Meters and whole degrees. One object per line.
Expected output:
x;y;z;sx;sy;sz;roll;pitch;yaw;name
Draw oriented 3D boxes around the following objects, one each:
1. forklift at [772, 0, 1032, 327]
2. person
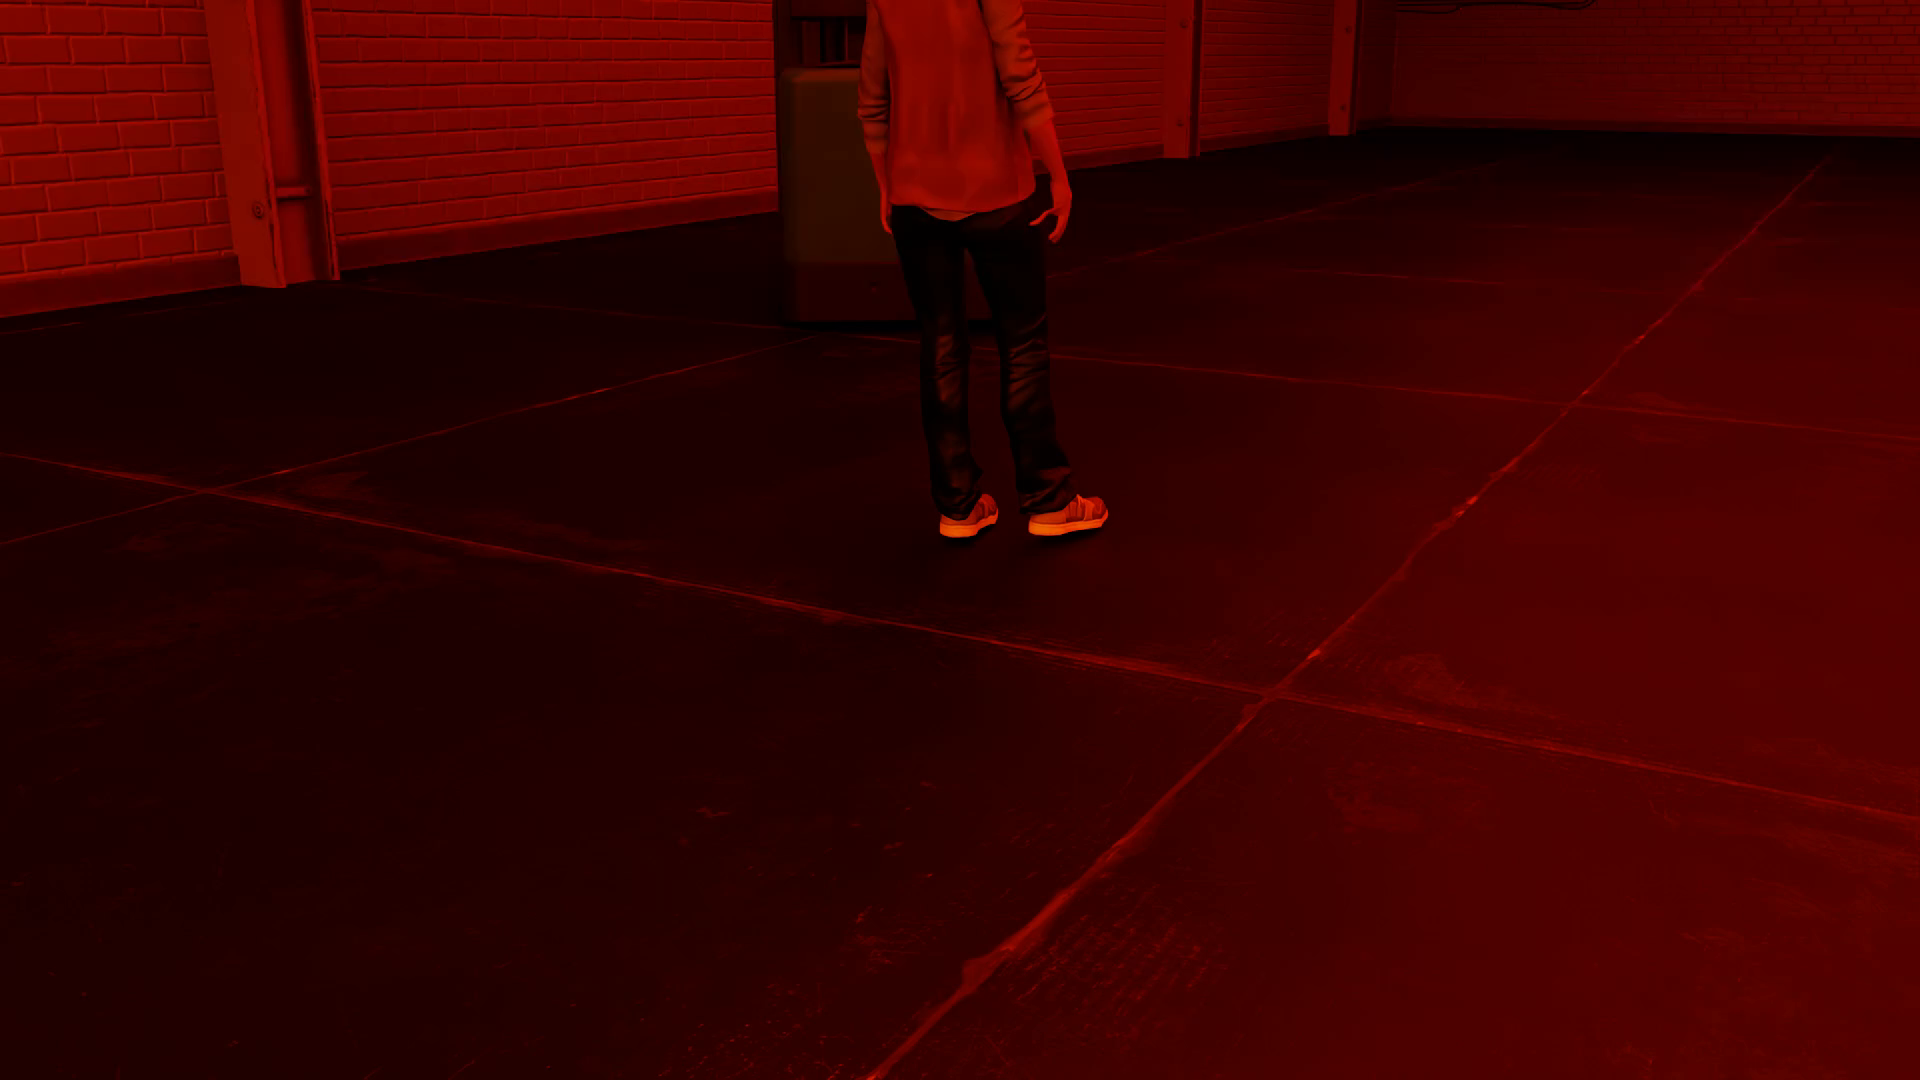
-0.350;-2.668;7.914;1.130;2.935;3.031;-2;16;-5;forklift
0.049;-0.789;3.869;0.521;1.599;0.473;9;19;28;person
